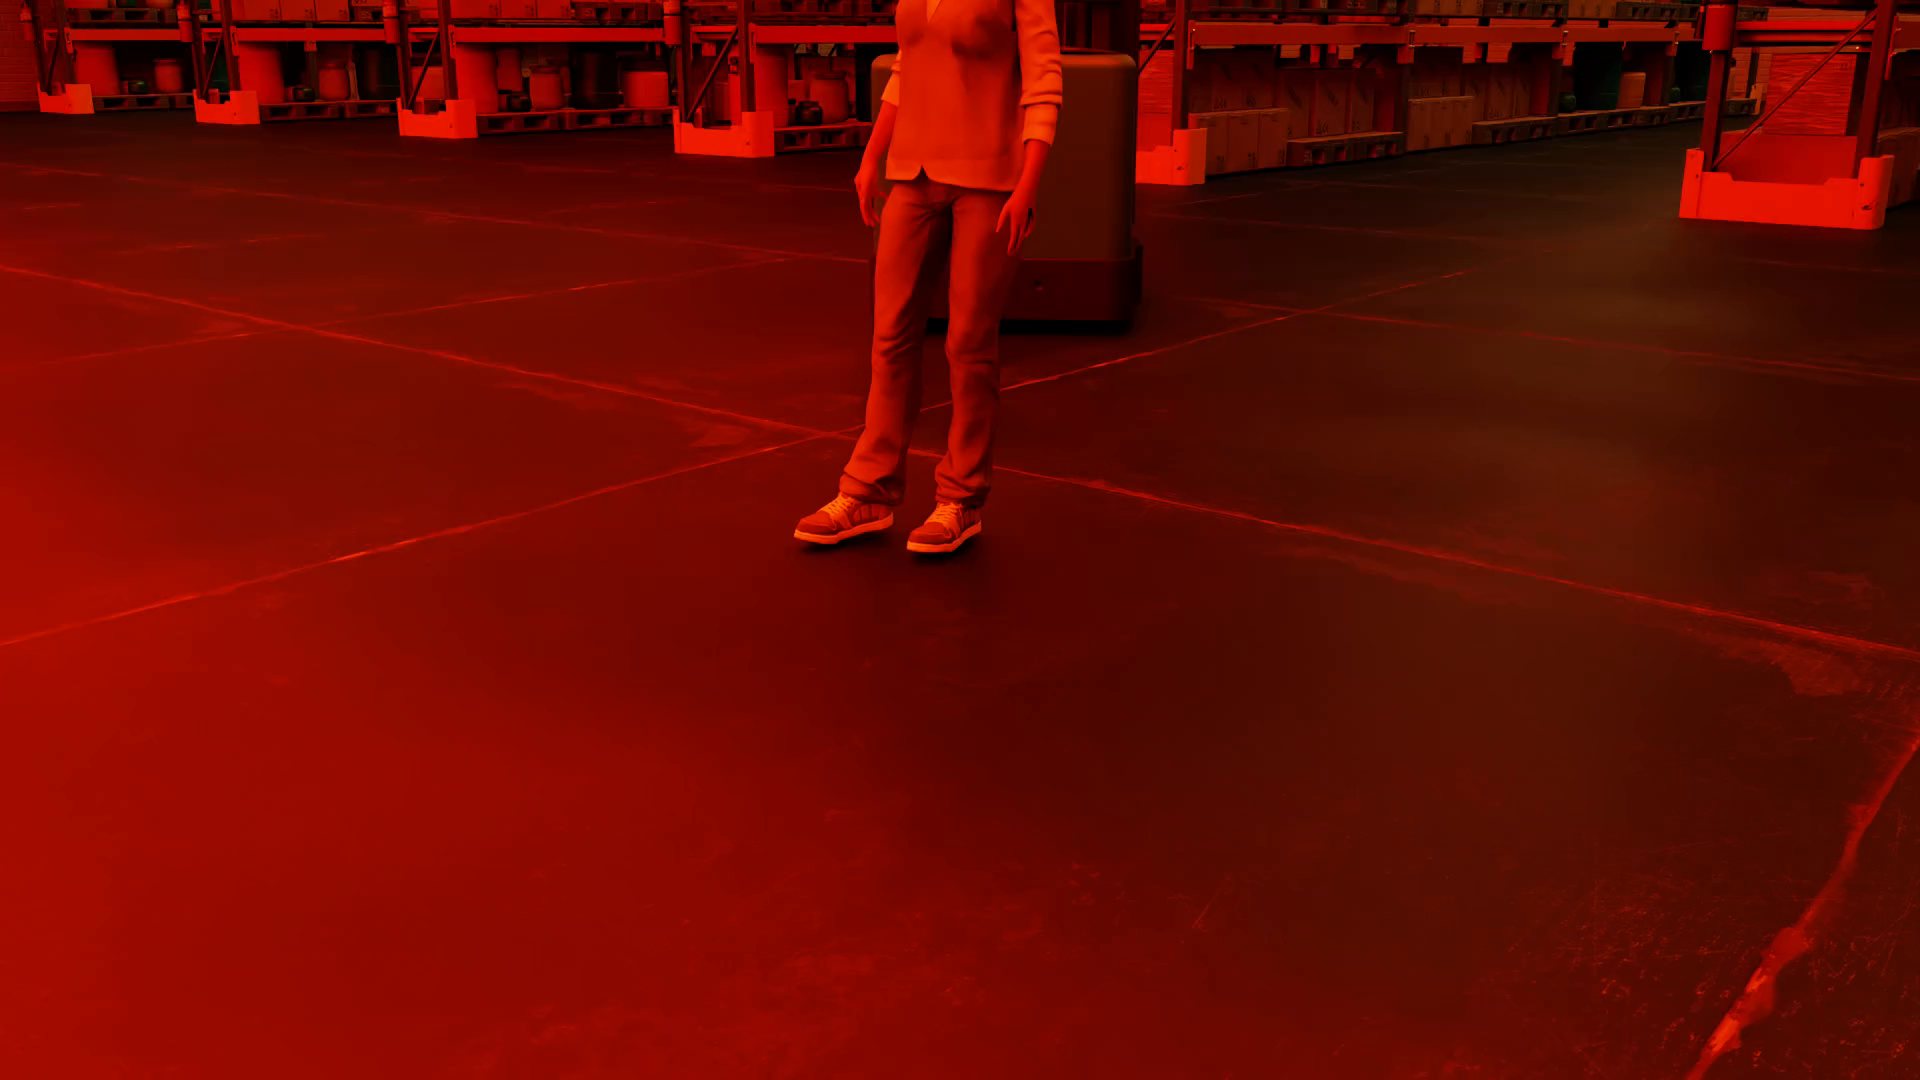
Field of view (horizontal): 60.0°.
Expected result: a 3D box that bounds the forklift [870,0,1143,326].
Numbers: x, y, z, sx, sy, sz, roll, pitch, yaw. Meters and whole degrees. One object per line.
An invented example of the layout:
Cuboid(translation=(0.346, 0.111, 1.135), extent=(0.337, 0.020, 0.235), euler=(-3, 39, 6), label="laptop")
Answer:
Cuboid(translation=(0.282, -2.641, 7.594), extent=(1.130, 2.935, 3.031), euler=(1, 17, 5), label="forklift")

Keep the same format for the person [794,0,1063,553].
Cuboid(translation=(-0.059, -0.757, 3.661), extent=(0.520, 1.599, 0.473), euler=(13, 21, 37), label="person")
